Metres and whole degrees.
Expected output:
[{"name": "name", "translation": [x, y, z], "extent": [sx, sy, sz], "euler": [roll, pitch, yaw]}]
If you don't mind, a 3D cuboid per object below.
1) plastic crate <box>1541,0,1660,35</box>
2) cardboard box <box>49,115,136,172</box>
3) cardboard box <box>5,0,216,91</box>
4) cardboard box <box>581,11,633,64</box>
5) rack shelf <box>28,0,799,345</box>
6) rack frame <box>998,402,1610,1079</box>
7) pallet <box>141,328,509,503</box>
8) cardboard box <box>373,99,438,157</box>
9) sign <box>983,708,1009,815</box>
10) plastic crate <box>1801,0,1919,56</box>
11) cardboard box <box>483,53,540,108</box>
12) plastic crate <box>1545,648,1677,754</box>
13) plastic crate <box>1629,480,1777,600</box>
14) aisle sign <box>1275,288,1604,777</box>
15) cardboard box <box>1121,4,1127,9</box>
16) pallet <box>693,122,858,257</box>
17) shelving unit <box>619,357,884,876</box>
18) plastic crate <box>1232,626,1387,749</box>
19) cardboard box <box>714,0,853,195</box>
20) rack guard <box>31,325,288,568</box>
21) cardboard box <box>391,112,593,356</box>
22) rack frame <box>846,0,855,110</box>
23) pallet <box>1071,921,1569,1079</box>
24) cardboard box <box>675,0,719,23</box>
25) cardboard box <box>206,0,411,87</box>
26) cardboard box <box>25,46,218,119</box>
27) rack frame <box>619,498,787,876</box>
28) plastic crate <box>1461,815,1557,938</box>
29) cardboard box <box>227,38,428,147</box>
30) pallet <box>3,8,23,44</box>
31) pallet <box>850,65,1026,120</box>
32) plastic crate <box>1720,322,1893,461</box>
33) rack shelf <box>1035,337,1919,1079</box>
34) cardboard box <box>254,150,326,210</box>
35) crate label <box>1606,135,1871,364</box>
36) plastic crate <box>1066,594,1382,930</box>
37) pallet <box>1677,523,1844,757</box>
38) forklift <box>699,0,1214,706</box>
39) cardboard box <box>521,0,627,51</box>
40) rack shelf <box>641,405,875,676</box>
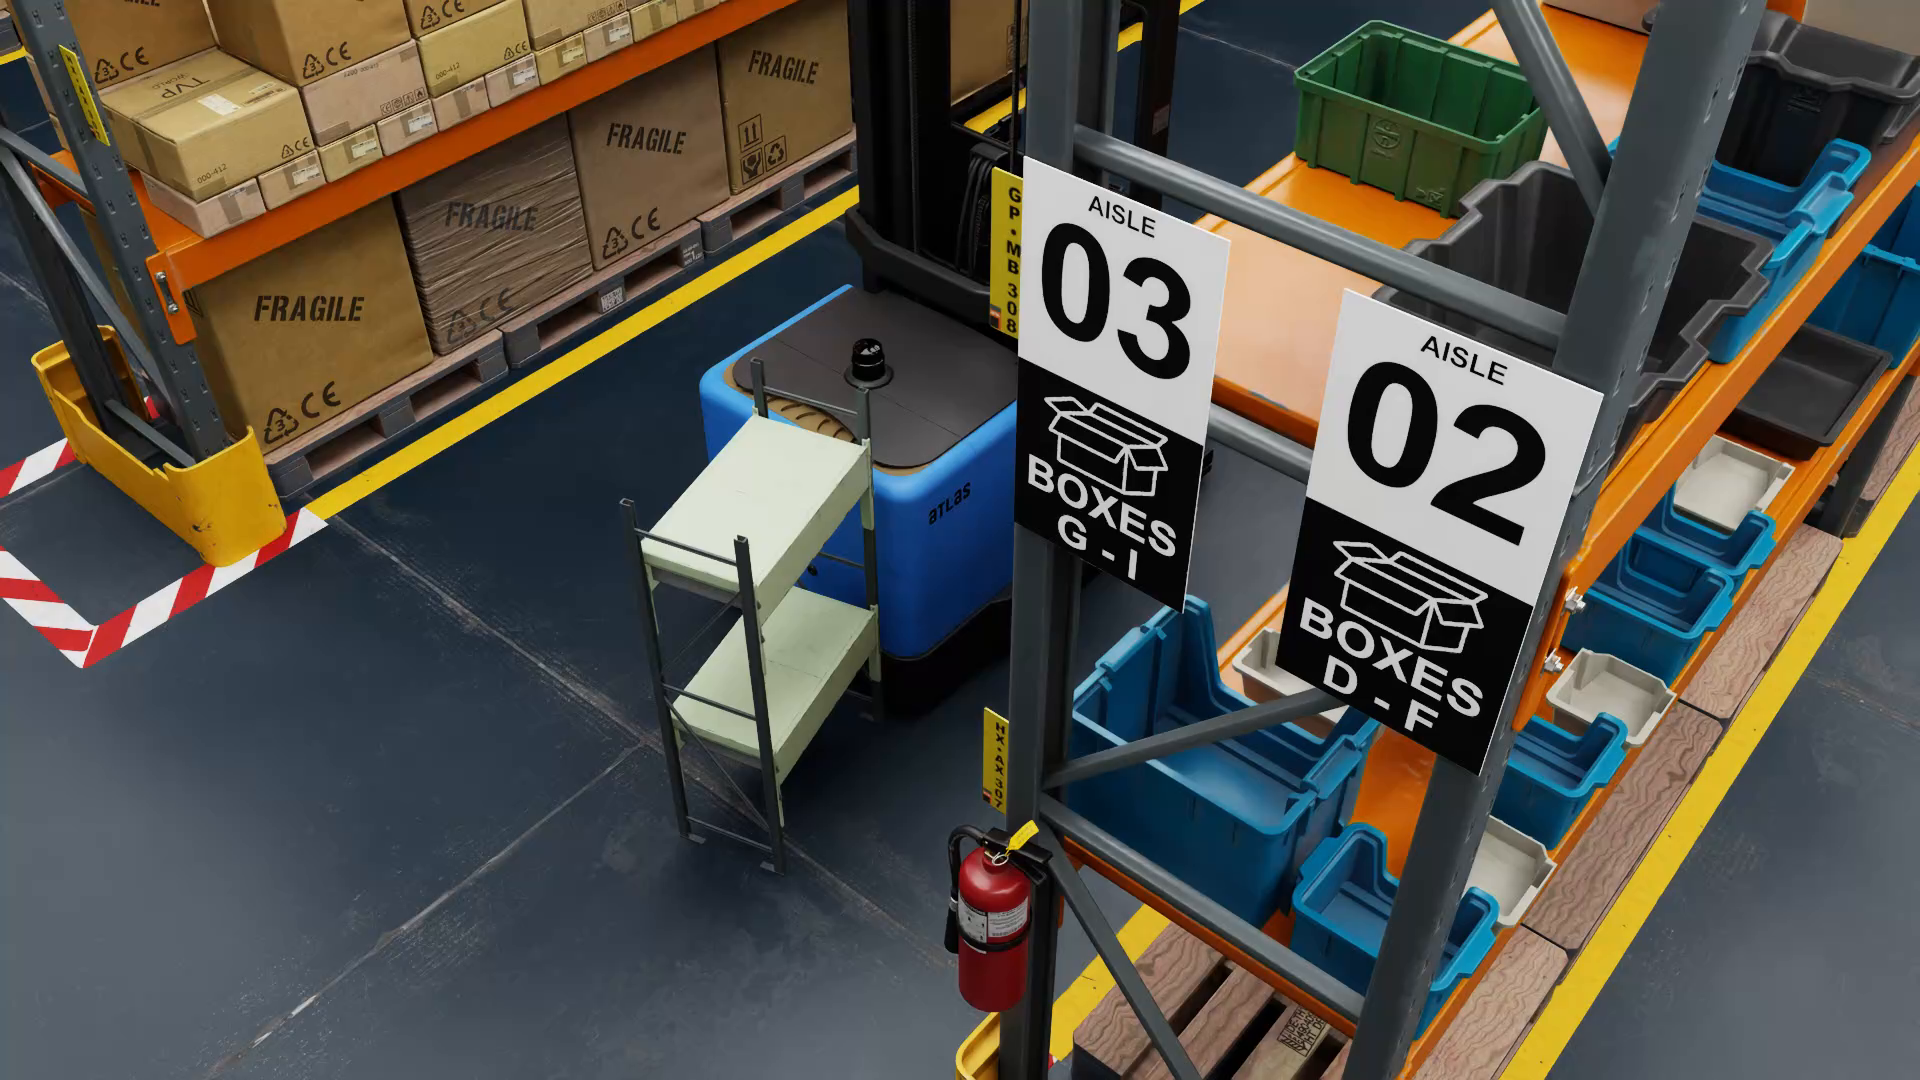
[{"name": "plastic crate", "translation": [1.665, -1.375, 3.998], "extent": [0.437, 0.136, 0.530], "euler": [29, 50, 28]}, {"name": "cardboard box", "translation": [-3.288, -1.568, 6.432], "extent": [0.380, 0.149, 0.250], "euler": [30, 50, 29]}, {"name": "cardboard box", "translation": [-3.153, -2.032, 6.088], "extent": [0.500, 0.500, 0.500], "euler": [30, 50, 29]}, {"name": "cardboard box", "translation": [-1.628, -2.211, 7.138], "extent": [0.380, 0.149, 0.250], "euler": [30, 50, 29]}, {"name": "rack shelf", "translation": [-1.978, -2.099, 7.363], "extent": [1.077, 0.370, 4.000], "euler": [29, 50, 28]}, {"name": "rack frame", "translation": [0.525, 0.809, 3.630], "extent": [1.000, 3.000, 0.127], "euler": [29, 50, 28]}, {"name": "pallet", "translation": [-2.811, -0.749, 7.417], "extent": [1.003, 0.211, 1.213], "euler": [29, 50, 28]}, {"name": "cardboard box", "translation": [-2.289, -1.682, 6.557], "extent": [0.380, 0.149, 0.250], "euler": [29, 50, 28]}, {"name": "sign", "translation": [0.094, 0.519, 3.828], "extent": [0.100, 0.325, 0.005], "euler": [29, 50, 28]}, {"name": "plastic crate", "translation": [2.188, -1.264, 3.769], "extent": [0.437, 0.282, 0.530], "euler": [29, 50, 28]}, {"name": "cardboard box", "translation": [-1.959, -1.945, 6.847], "extent": [0.380, 0.149, 0.250], "euler": [29, 50, 28]}, {"name": "plastic crate", "translation": [1.643, 0.421, 4.208], "extent": [0.250, 0.136, 0.298], "euler": [29, 50, 28]}, {"name": "plastic crate", "translation": [1.977, 0.032, 4.565], "extent": [0.416, 0.233, 0.300], "euler": [29, 50, 28]}, {"name": "aisle sign", "translation": [0.706, 0.013, 2.574], "extent": [0.394, 0.787, 0.004], "euler": [29, 50, 28]}, {"name": "cardboard box", "translation": [0.280, -3.563, 9.706], "extent": [1.225, 0.875, 0.875], "euler": [28, 49, 27]}, {"name": "pallet", "translation": [-1.241, -2.006, 8.799], "extent": [1.003, 0.211, 1.213], "euler": [29, 50, 28]}, {"name": "shelving unit", "translation": [-0.612, 0.276, 5.332], "extent": [0.431, 1.500, 0.755], "euler": [17, 45, 18]}, {"name": "plastic crate", "translation": [0.912, 0.386, 4.247], "extent": [0.396, 0.136, 0.243], "euler": [29, 50, 28]}, {"name": "cardboard box", "translation": [-1.177, -2.459, 8.492], "extent": [0.875, 0.875, 0.875], "euler": [29, 50, 28]}, {"name": "rack guard", "translation": [-3.281, -0.398, 6.816], "extent": [1.175, 0.500, 0.348], "euler": [29, 50, 28]}, {"name": "cardboard box", "translation": [-2.329, -1.537, 7.478], "extent": [0.875, 0.875, 0.875], "euler": [29, 50, 28]}, {"name": "rack frame", "translation": [-0.691, -3.395, 8.254], "extent": [1.000, 3.000, 0.127], "euler": [29, 50, 28]}, {"name": "pallet", "translation": [1.086, 1.433, 5.017], "extent": [1.003, 0.211, 1.213], "euler": [29, 50, 28]}, {"name": "cardboard box", "translation": [-1.299, -2.473, 7.427], "extent": [0.380, 0.149, 0.250], "euler": [30, 50, 29]}, {"name": "cardboard box", "translation": [-2.428, -2.055, 6.113], "extent": [0.500, 0.500, 0.500], "euler": [28, 49, 28]}, {"name": "cardboard box", "translation": [-3.157, -1.754, 6.340], "extent": [0.500, 0.250, 0.500], "euler": [29, 50, 28]}, {"name": "rack frame", "translation": [-0.763, 0.500, 5.085], "extent": [0.400, 1.500, 0.023], "euler": [17, 45, 18]}, {"name": "plastic crate", "translation": [1.206, 0.771, 3.824], "extent": [0.250, 0.136, 0.298], "euler": [29, 50, 28]}, {"name": "cardboard box", "translation": [-2.421, -1.791, 6.380], "extent": [0.500, 0.250, 0.500], "euler": [29, 50, 28]}, {"name": "pallet", "translation": [-5.613, -3.571, 10.520], "extent": [1.003, 0.211, 1.213], "euler": [29, 50, 28]}, {"name": "pallet", "translation": [-0.252, -2.793, 9.665], "extent": [1.003, 0.211, 1.213], "euler": [29, 50, 28]}, {"name": "plastic crate", "translation": [2.585, -0.478, 5.206], "extent": [0.437, 0.125, 0.590], "euler": [29, 50, 28]}, {"name": "rack shelf", "translation": [1.813, 0.045, 5.005], "extent": [1.077, 0.370, 4.000], "euler": [29, 50, 28]}, {"name": "cardboard box", "translation": [-2.620, -1.415, 6.263], "extent": [0.380, 0.149, 0.250], "euler": [29, 50, 28]}, {"name": "crate label", "translation": [1.366, -0.581, 3.040], "extent": [0.408, 0.251, 0.502], "euler": [29, 50, 28]}, {"name": "plastic crate", "translation": [0.598, 0.521, 3.877], "extent": [0.616, 0.435, 0.499], "euler": [29, 50, 28]}, {"name": "pallet", "translation": [2.656, 0.177, 6.399], "extent": [1.003, 0.211, 1.213], "euler": [29, 50, 28]}, {"name": "forklift", "translation": [0.408, -1.408, 6.119], "extent": [1.130, 2.935, 3.031], "euler": [30, 50, 29]}, {"name": "cardboard box", "translation": [-1.763, -2.319, 6.961], "extent": [0.500, 0.250, 0.500], "euler": [29, 49, 28]}, {"name": "rack shelf", "translation": [-0.612, -0.013, 5.069], "extent": [0.431, 0.370, 0.720], "euler": [17, 45, 18]}]
